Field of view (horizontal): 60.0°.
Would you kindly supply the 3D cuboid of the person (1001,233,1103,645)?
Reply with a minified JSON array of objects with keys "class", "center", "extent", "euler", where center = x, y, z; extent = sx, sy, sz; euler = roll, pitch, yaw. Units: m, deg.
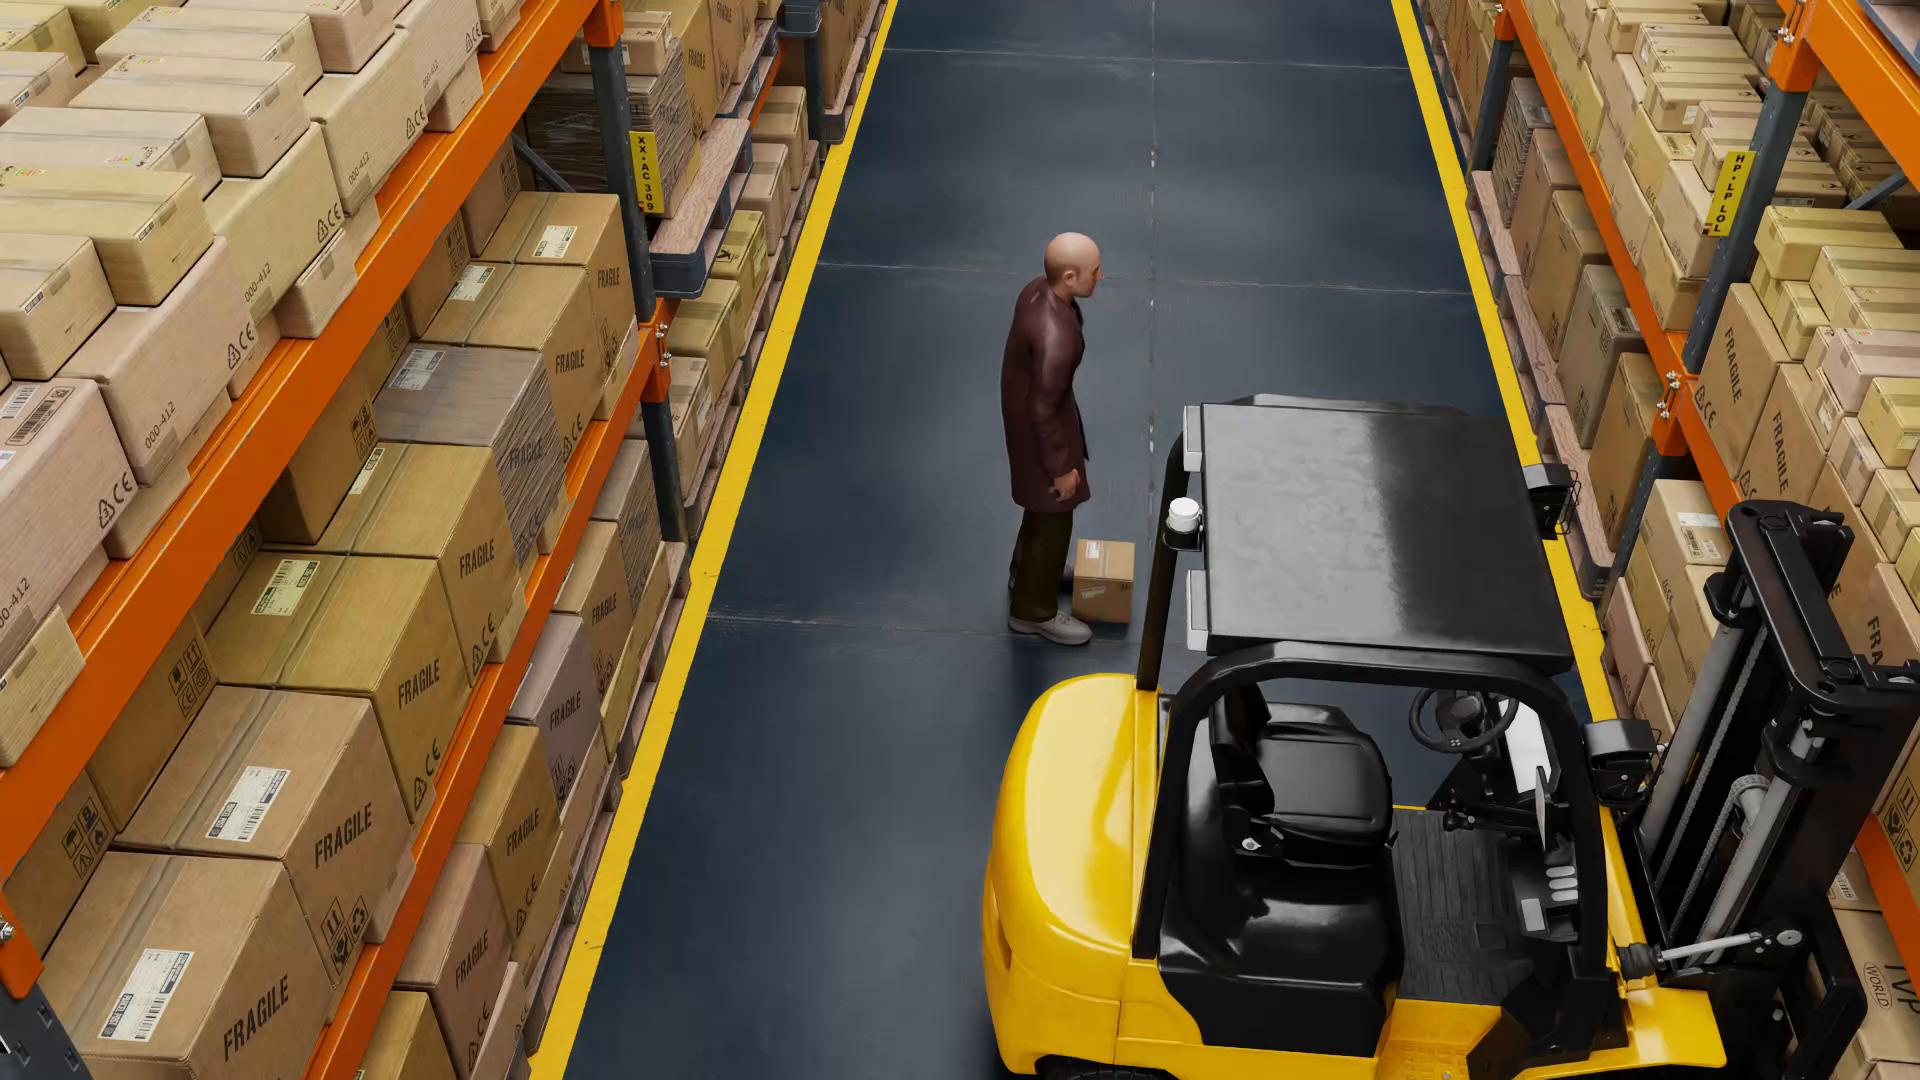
[{"class":"person","center":[0.369,-0.429,6.686],"extent":[0.418,1.774,0.656],"euler":[2,40,2]}]
